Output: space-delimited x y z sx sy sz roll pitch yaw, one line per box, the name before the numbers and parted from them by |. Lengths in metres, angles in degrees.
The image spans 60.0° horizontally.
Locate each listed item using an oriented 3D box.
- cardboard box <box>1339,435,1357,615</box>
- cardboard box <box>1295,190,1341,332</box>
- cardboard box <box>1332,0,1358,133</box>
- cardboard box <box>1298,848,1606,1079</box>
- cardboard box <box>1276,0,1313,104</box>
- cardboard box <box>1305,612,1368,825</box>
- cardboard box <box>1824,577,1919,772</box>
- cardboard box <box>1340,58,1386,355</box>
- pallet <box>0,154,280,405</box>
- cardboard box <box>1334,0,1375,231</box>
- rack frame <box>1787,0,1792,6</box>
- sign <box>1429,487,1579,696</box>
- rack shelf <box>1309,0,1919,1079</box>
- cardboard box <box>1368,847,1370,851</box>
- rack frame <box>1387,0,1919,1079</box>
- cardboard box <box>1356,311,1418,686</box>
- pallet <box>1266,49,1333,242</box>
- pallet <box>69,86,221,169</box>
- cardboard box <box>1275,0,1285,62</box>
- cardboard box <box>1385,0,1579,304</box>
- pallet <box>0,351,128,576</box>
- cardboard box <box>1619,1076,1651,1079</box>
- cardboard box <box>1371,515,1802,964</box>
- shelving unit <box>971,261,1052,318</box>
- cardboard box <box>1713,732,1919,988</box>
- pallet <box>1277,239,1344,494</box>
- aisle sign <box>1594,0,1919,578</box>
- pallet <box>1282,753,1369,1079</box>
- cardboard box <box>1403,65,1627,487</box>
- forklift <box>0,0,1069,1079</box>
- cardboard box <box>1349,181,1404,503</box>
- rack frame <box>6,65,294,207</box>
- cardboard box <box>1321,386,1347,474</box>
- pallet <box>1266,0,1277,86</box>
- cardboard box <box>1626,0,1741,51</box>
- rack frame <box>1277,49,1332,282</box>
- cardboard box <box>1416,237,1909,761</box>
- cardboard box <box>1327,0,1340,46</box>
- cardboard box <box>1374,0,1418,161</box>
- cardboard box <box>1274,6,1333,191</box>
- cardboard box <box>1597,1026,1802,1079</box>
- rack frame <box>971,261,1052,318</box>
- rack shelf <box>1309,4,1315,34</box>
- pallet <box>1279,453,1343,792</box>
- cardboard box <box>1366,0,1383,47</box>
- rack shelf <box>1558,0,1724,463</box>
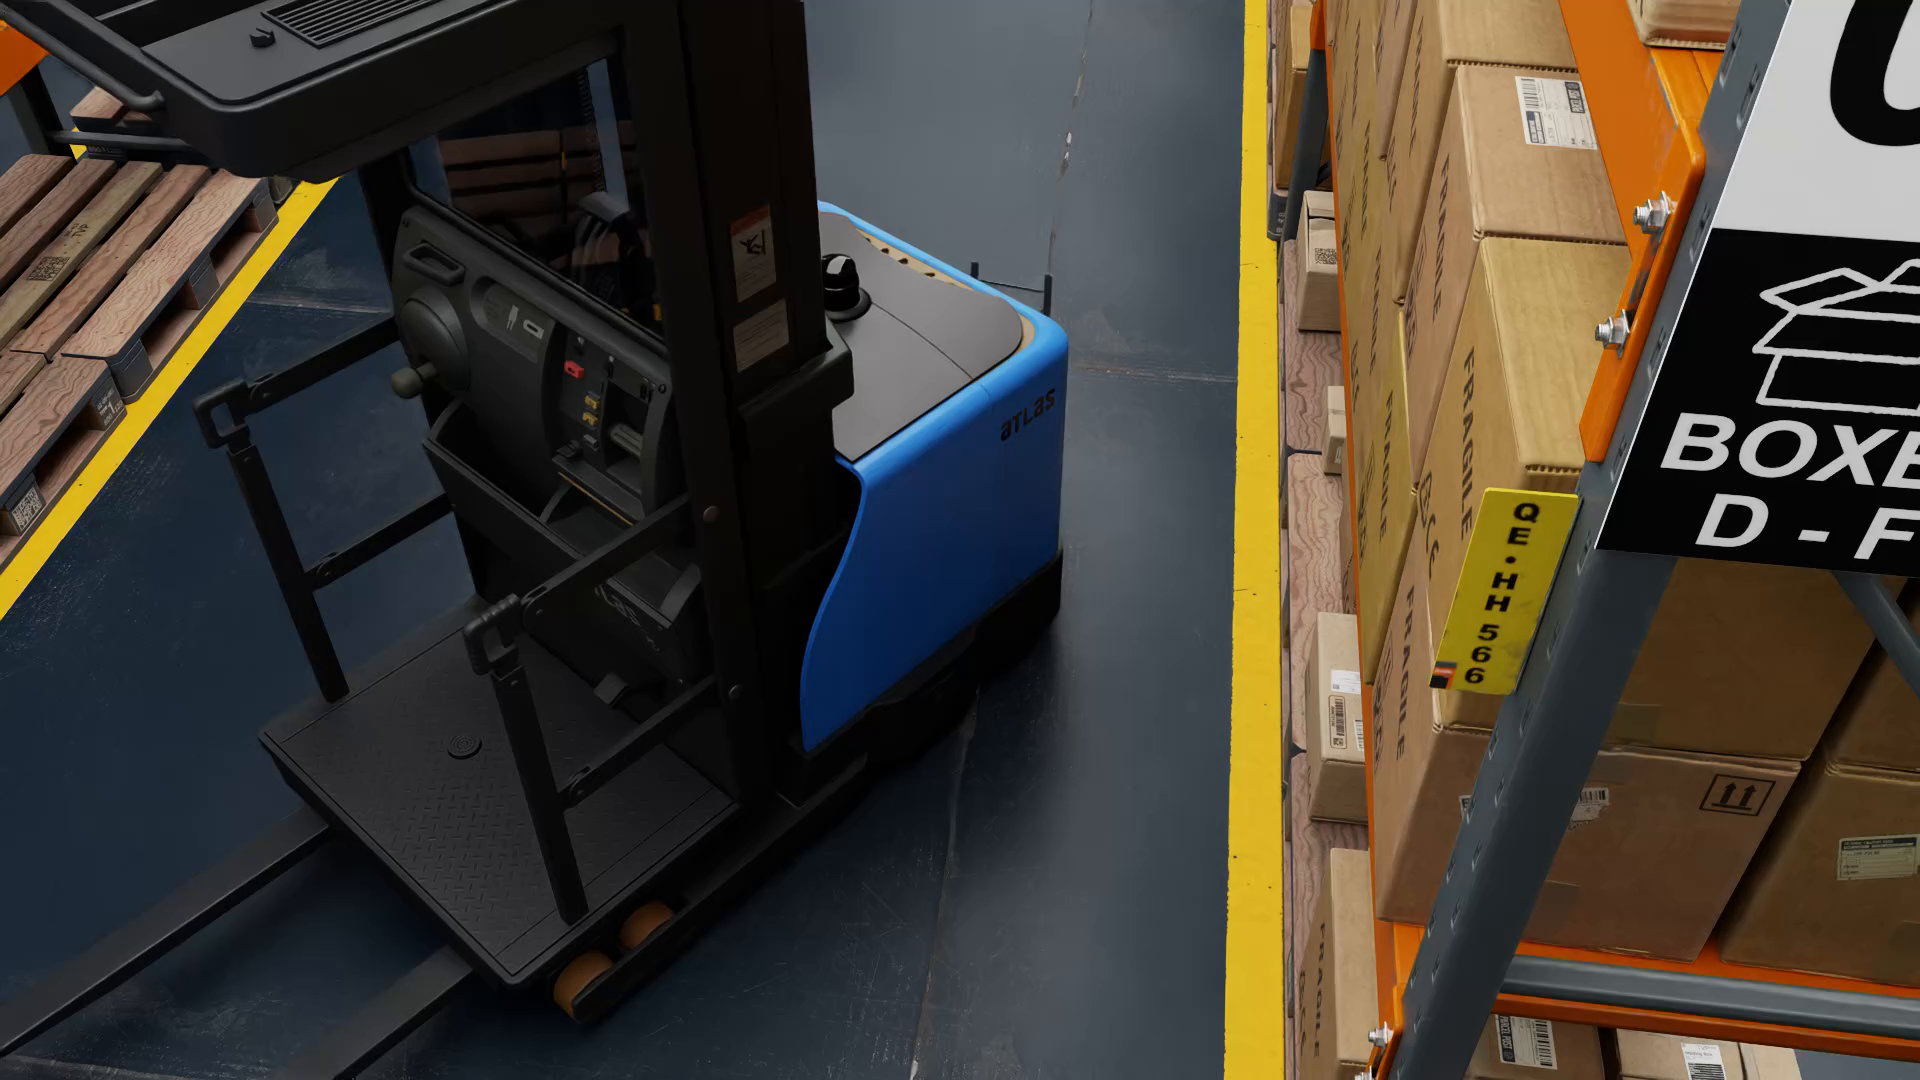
cardboard box | 1.458 -0.033 4.599 0.797 0.503 0.637 5 44 6
cardboard box | 1.431 -0.977 5.736 0.500 0.311 0.500 5 44 6
cardboard box | 1.299 -1.425 4.500 0.500 0.500 0.500 6 44 6
cardboard box | 1.000 1.021 3.488 0.500 0.500 0.500 5 44 6
cardboard box | 1.556 -2.011 6.690 0.500 0.500 0.500 5 44 6
cardboard box | 1.155 0.467 4.255 0.500 0.250 0.500 5 44 6
cardboard box | 1.492 -0.012 2.281 0.500 0.500 0.500 6 44 7
cardboard box | 1.165 -0.737 3.774 0.500 0.500 0.500 5 44 5
pallet | -3.267 -0.996 6.148 1.003 0.211 1.213 5 44 6
cardboard box | 1.231 -1.084 4.141 0.500 0.500 0.500 5 44 5
rack frame | 1.172 -1.513 0.303 1.000 3.000 0.127 5 44 6
sign | 0.625 0.066 1.926 0.100 0.325 0.005 5 44 6
rack shelf | 1.437 -0.436 4.052 1.077 0.370 4.000 5 44 6
cardboard box | 1.143 0.874 3.886 0.380 0.166 0.250 5 44 6
rack frame | 1.172 0.666 2.365 1.000 3.000 0.127 5 44 6
cardboard box | 1.027 -0.054 3.053 0.500 0.500 0.500 6 44 6
pallet | 1.771 -1.606 6.792 1.003 0.211 1.213 5 44 6
pallet | -3.065 -2.023 7.233 1.003 0.211 1.213 5 44 6
cardboard box | 1.623 -2.353 7.051 0.500 0.500 0.500 6 44 6
cardboard box | 1.089 -0.760 3.071 0.500 0.500 0.500 6 44 7
pallet | -3.426 -0.162 5.268 1.003 0.211 1.213 5 44 6
cardboard box | 1.568 1.287 3.463 0.380 0.149 0.250 5 44 6
cardboard box | 0.962 0.299 2.679 0.500 0.500 0.500 6 44 7
shelving unit | 0.118 -0.383 5.000 0.258 0.900 0.210 12 45 12
cardboard box | 1.492 0.351 2.625 0.500 0.500 0.500 6 44 6
pallet | 1.609 -0.580 5.709 1.003 0.211 1.213 5 44 6
aisle sign | 0.860 -0.260 1.452 0.394 0.787 0.004 5 44 6
pallet | 1.287 1.083 3.953 1.003 0.211 1.213 5 44 6
cardboard box | 1.025 -0.406 2.698 0.500 0.500 0.500 6 44 7
forklift | -1.069 -0.306 3.442 1.130 2.935 3.031 32 52 29
cardboard box | 1.098 -0.394 3.412 0.500 0.500 0.500 6 44 6
rack frame | -3.208 -2.513 5.723 1.000 3.000 0.127 5 44 6
cardboard box | 1.327 -0.334 5.162 0.380 0.166 0.250 5 44 6
pallet | 1.930 -2.439 7.673 1.003 0.211 1.213 5 44 6
cardboard box | 0.979 -0.743 1.781 0.500 0.250 0.500 5 44 6
rack frame | 1.701 -2.060 5.244 1.000 3.000 0.127 5 44 6
cardboard box | 0.959 -0.062 2.334 0.500 0.500 0.500 5 44 5
cardboard box | 1.364 -1.774 4.869 0.500 0.500 0.500 6 44 7
cardboard box | 1.156 -1.110 3.441 0.500 0.500 0.500 6 44 7
cardboard box | 1.482 -1.675 6.335 0.500 0.500 0.500 5 44 5
cardboard box | 1.601 1.110 3.637 0.380 0.166 0.250 5 44 6
rack frame | 0.148 -0.450 5.071 0.240 0.900 0.006 12 45 12
rack shelf | 1.966 -3.162 6.931 1.077 0.370 4.000 5 44 6
pallet | 1.451 0.254 4.828 1.003 0.211 1.213 5 44 6
cardboard box | 1.224 -1.462 3.813 0.500 0.500 0.500 4 44 4
rack shelf | 1.437 -1.525 3.021 1.077 0.370 4.000 5 44 6
